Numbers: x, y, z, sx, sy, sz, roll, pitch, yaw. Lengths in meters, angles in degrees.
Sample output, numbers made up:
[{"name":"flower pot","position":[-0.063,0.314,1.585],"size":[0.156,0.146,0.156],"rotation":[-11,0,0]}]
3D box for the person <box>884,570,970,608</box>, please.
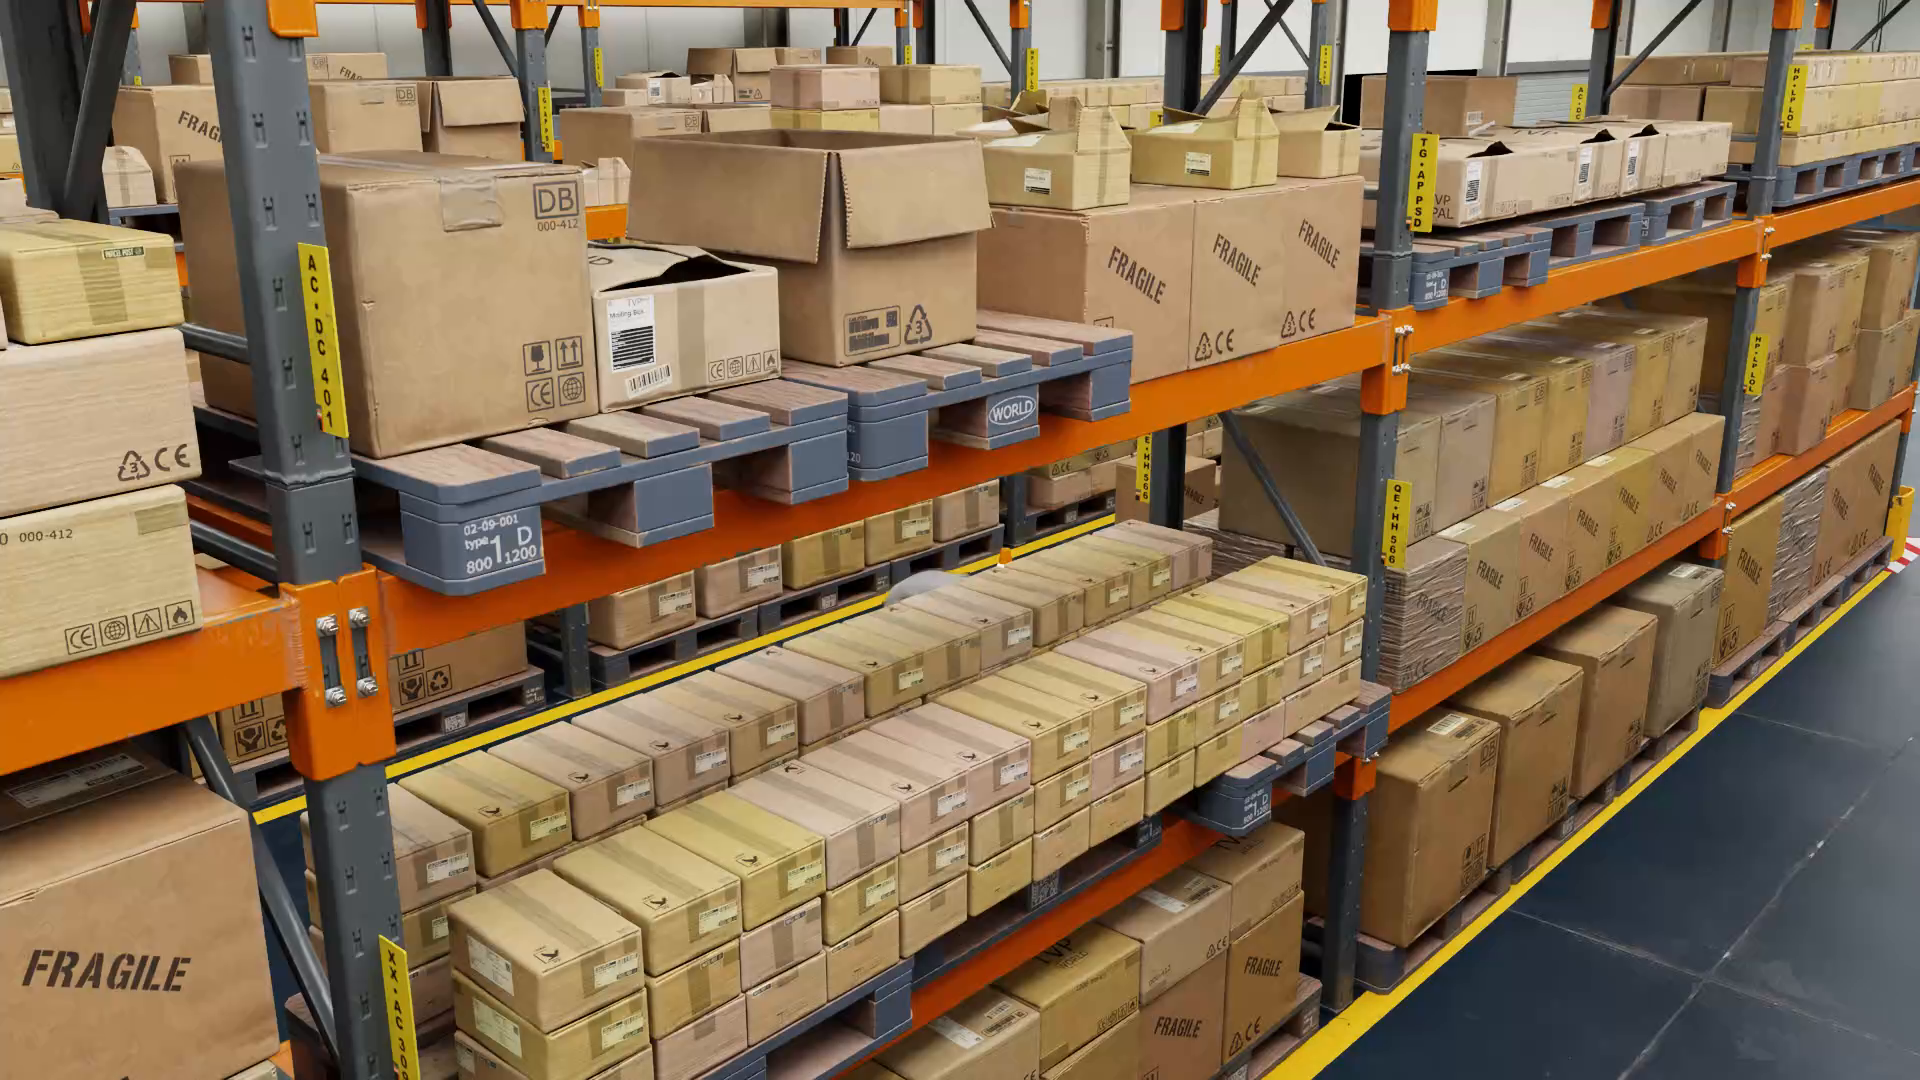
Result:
[{"name":"person","position":[-0.030,0.640,9.016],"size":[0.860,0.996,0.419],"rotation":[13,22,37]}]
